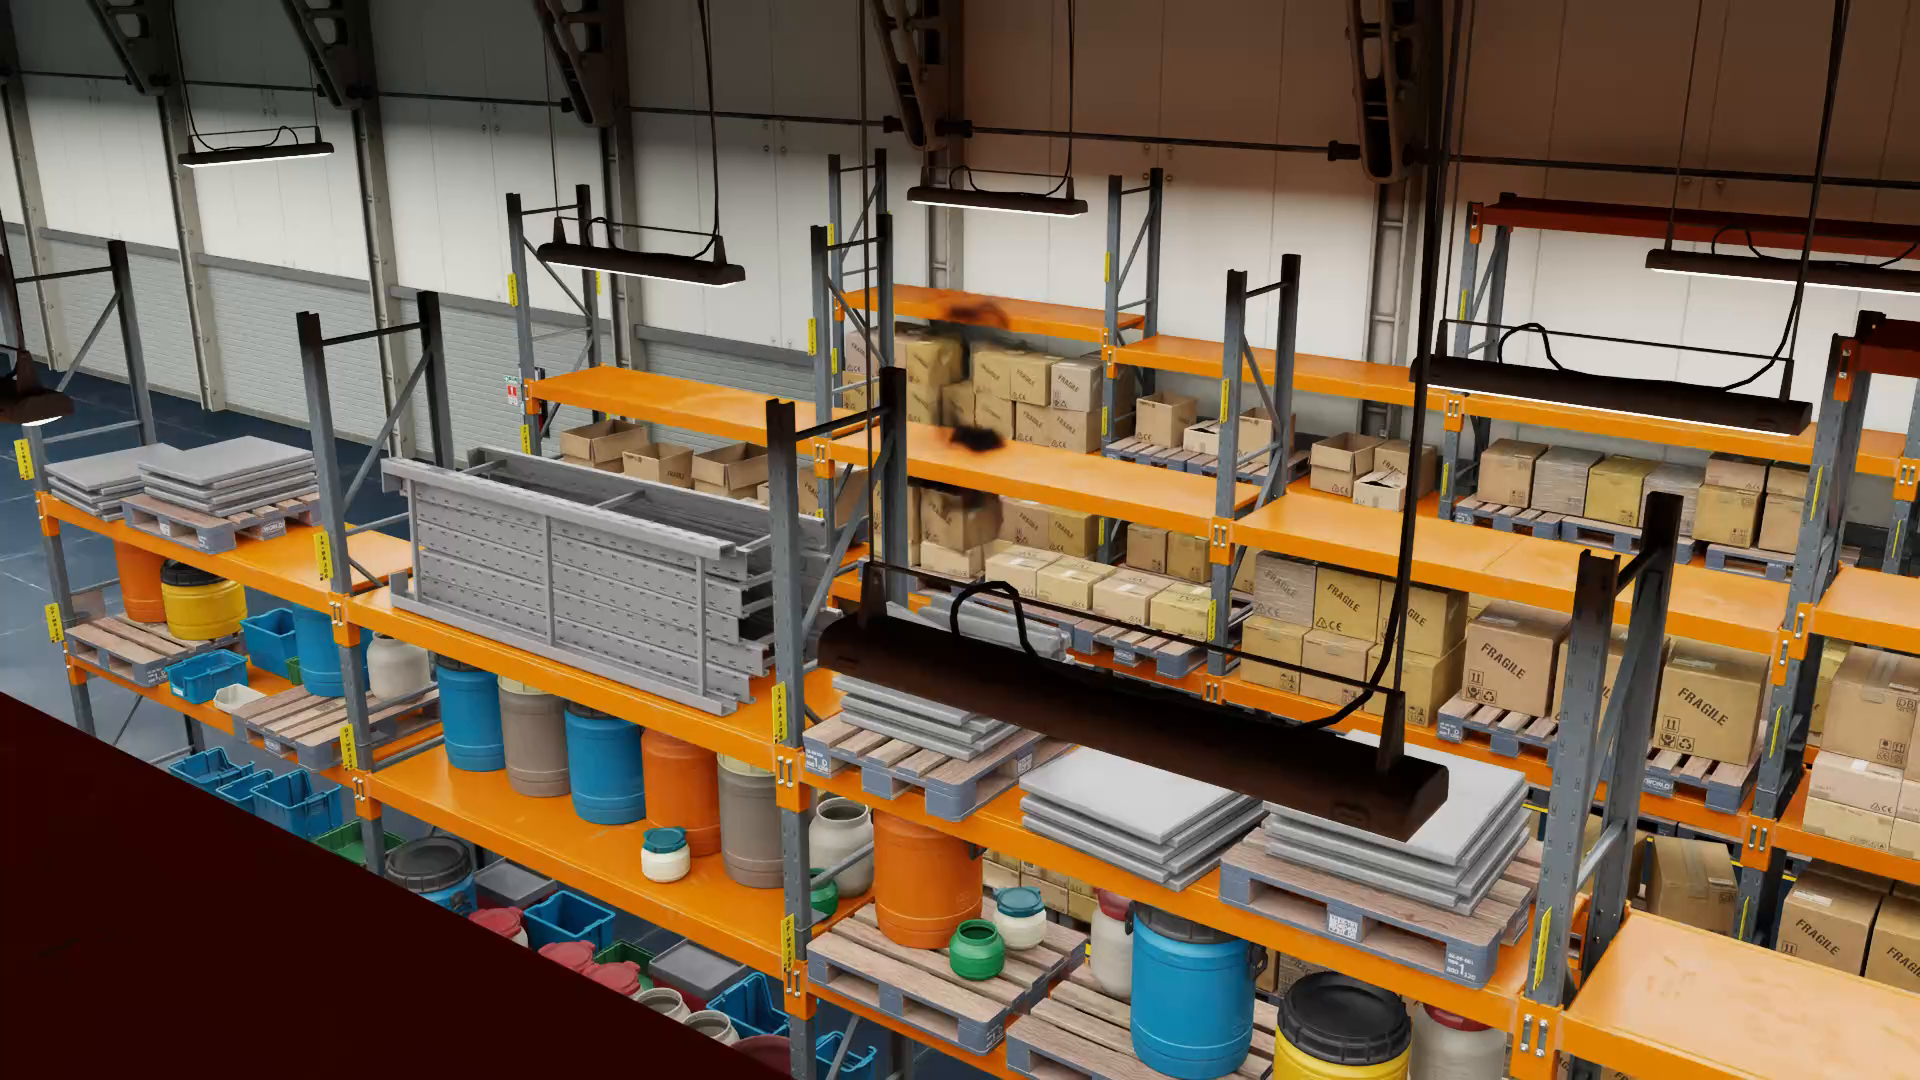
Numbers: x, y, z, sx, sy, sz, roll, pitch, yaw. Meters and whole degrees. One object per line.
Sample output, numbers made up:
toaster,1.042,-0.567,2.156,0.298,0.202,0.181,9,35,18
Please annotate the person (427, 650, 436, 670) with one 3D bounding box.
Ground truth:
person,-6.288,0.764,20.127,0.883,1.715,0.589,-13,23,-34
